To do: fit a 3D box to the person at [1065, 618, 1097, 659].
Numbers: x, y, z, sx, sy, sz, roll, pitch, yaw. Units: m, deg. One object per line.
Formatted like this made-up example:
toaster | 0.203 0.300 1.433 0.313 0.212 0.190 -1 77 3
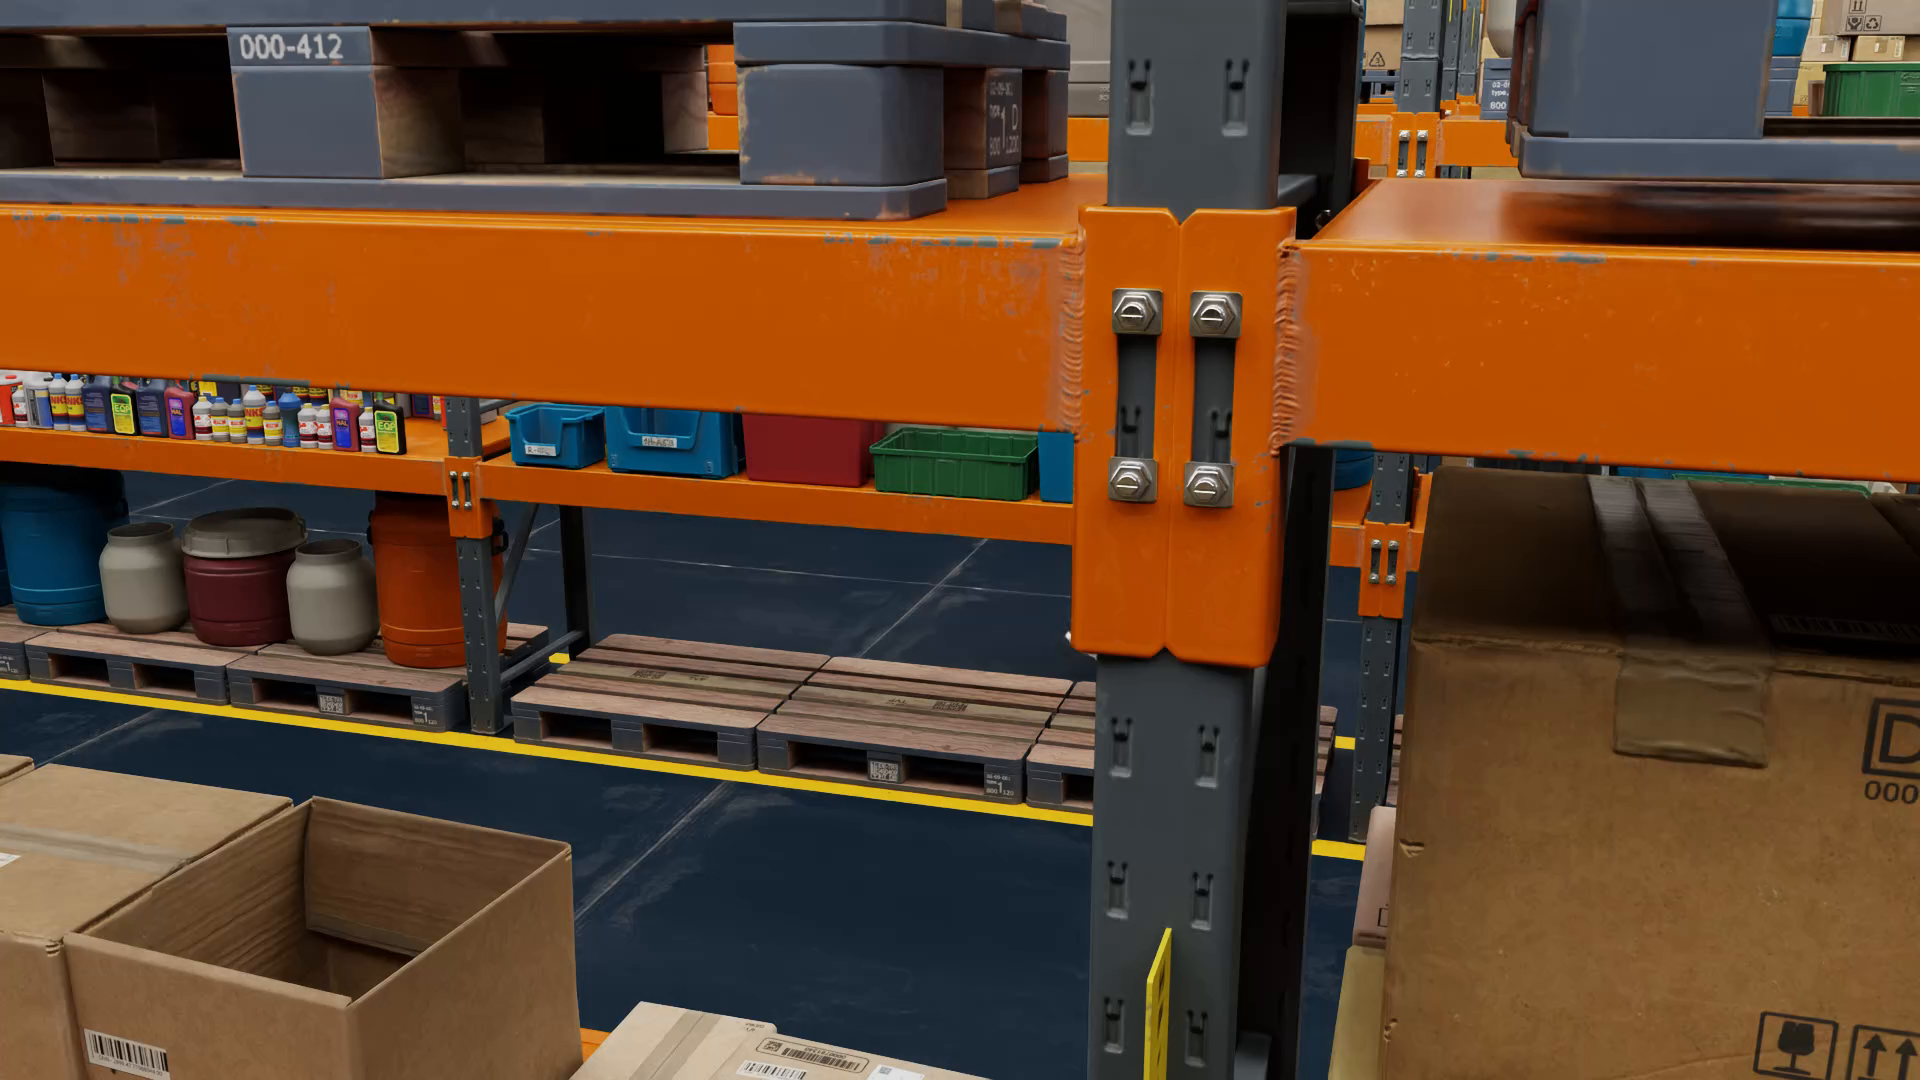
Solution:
person | 0.742 -0.147 8.582 0.504 1.583 0.431 -5 16 -16
